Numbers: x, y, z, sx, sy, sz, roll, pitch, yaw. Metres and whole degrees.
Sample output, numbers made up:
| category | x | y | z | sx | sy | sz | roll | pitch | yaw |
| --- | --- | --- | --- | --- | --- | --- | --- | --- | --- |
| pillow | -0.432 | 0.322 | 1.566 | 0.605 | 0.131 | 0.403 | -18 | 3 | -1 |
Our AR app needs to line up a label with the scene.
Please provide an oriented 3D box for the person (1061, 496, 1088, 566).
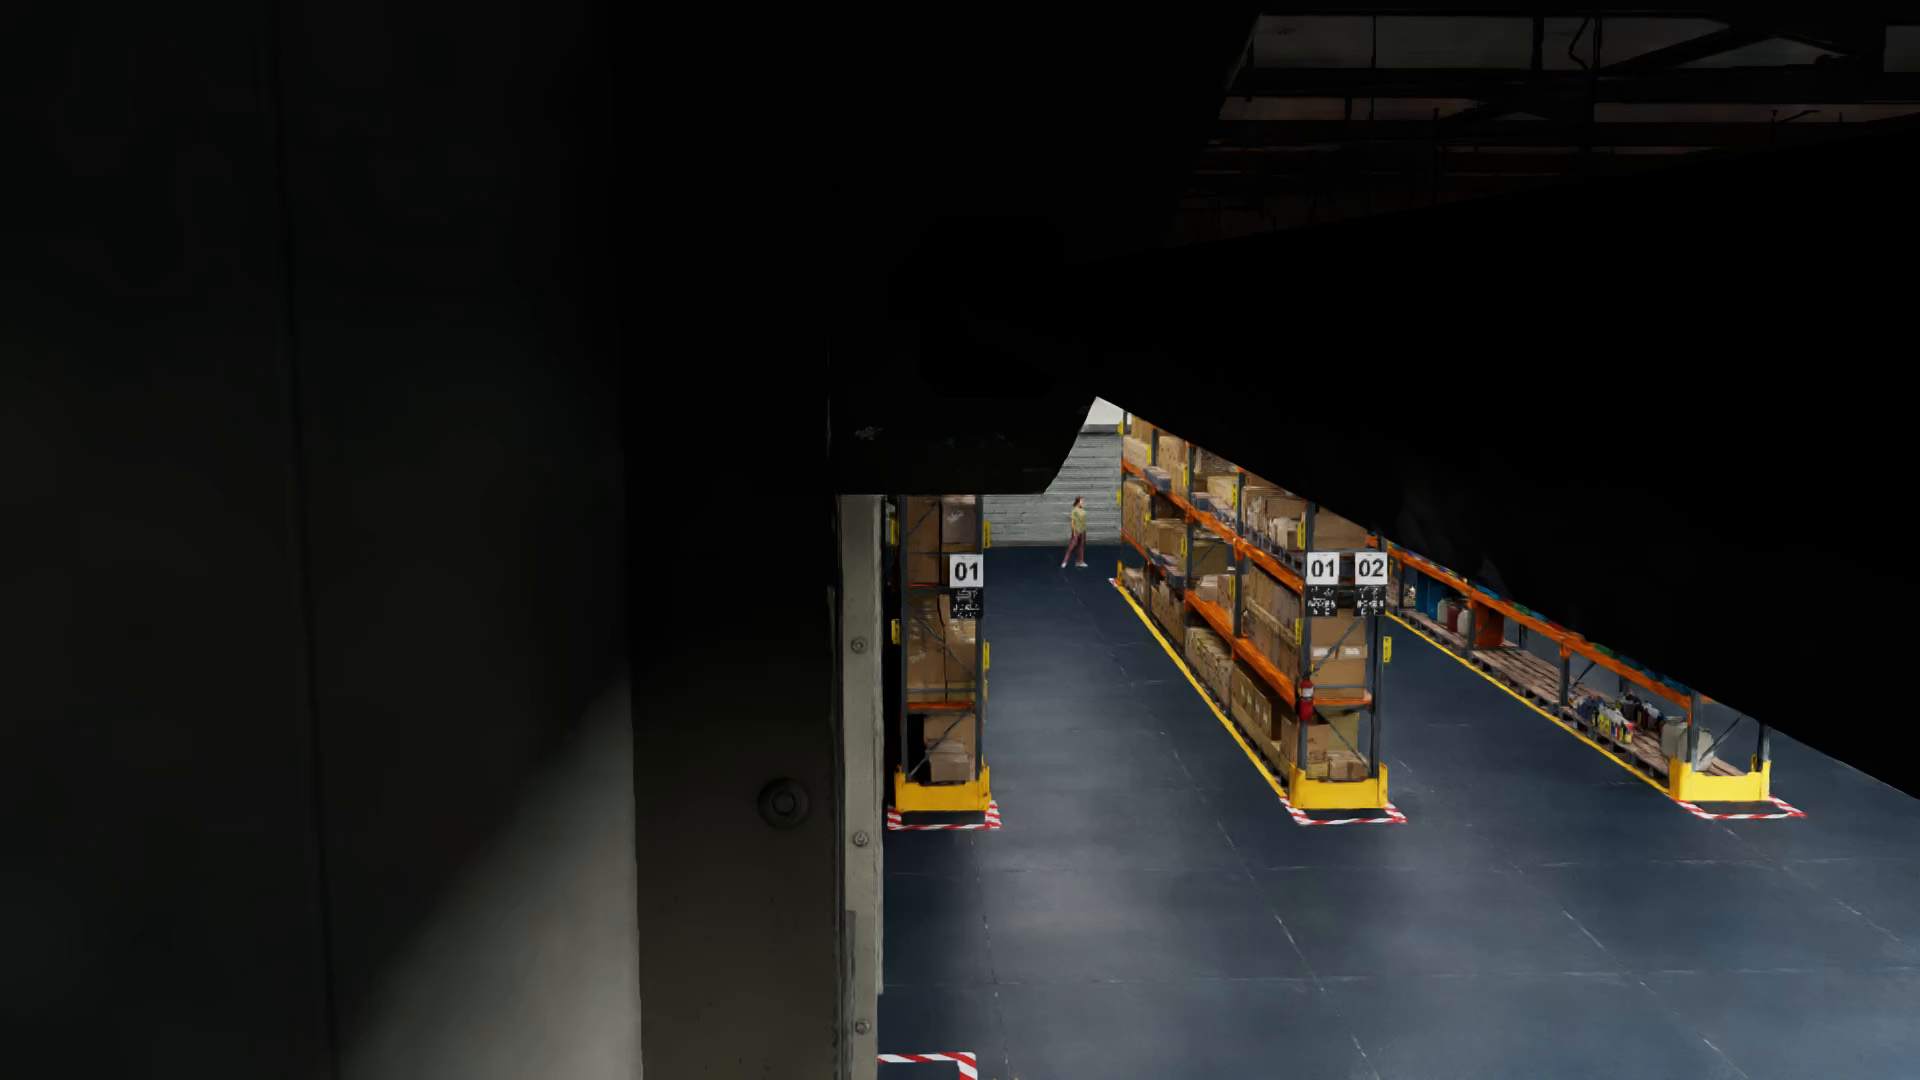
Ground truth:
| category | x | y | z | sx | sy | sz | roll | pitch | yaw |
| --- | --- | --- | --- | --- | --- | --- | --- | --- | --- |
| person | 2.638 | -0.201 | 38.769 | 0.446 | 1.667 | 0.636 | 8 | 12 | 43 |
